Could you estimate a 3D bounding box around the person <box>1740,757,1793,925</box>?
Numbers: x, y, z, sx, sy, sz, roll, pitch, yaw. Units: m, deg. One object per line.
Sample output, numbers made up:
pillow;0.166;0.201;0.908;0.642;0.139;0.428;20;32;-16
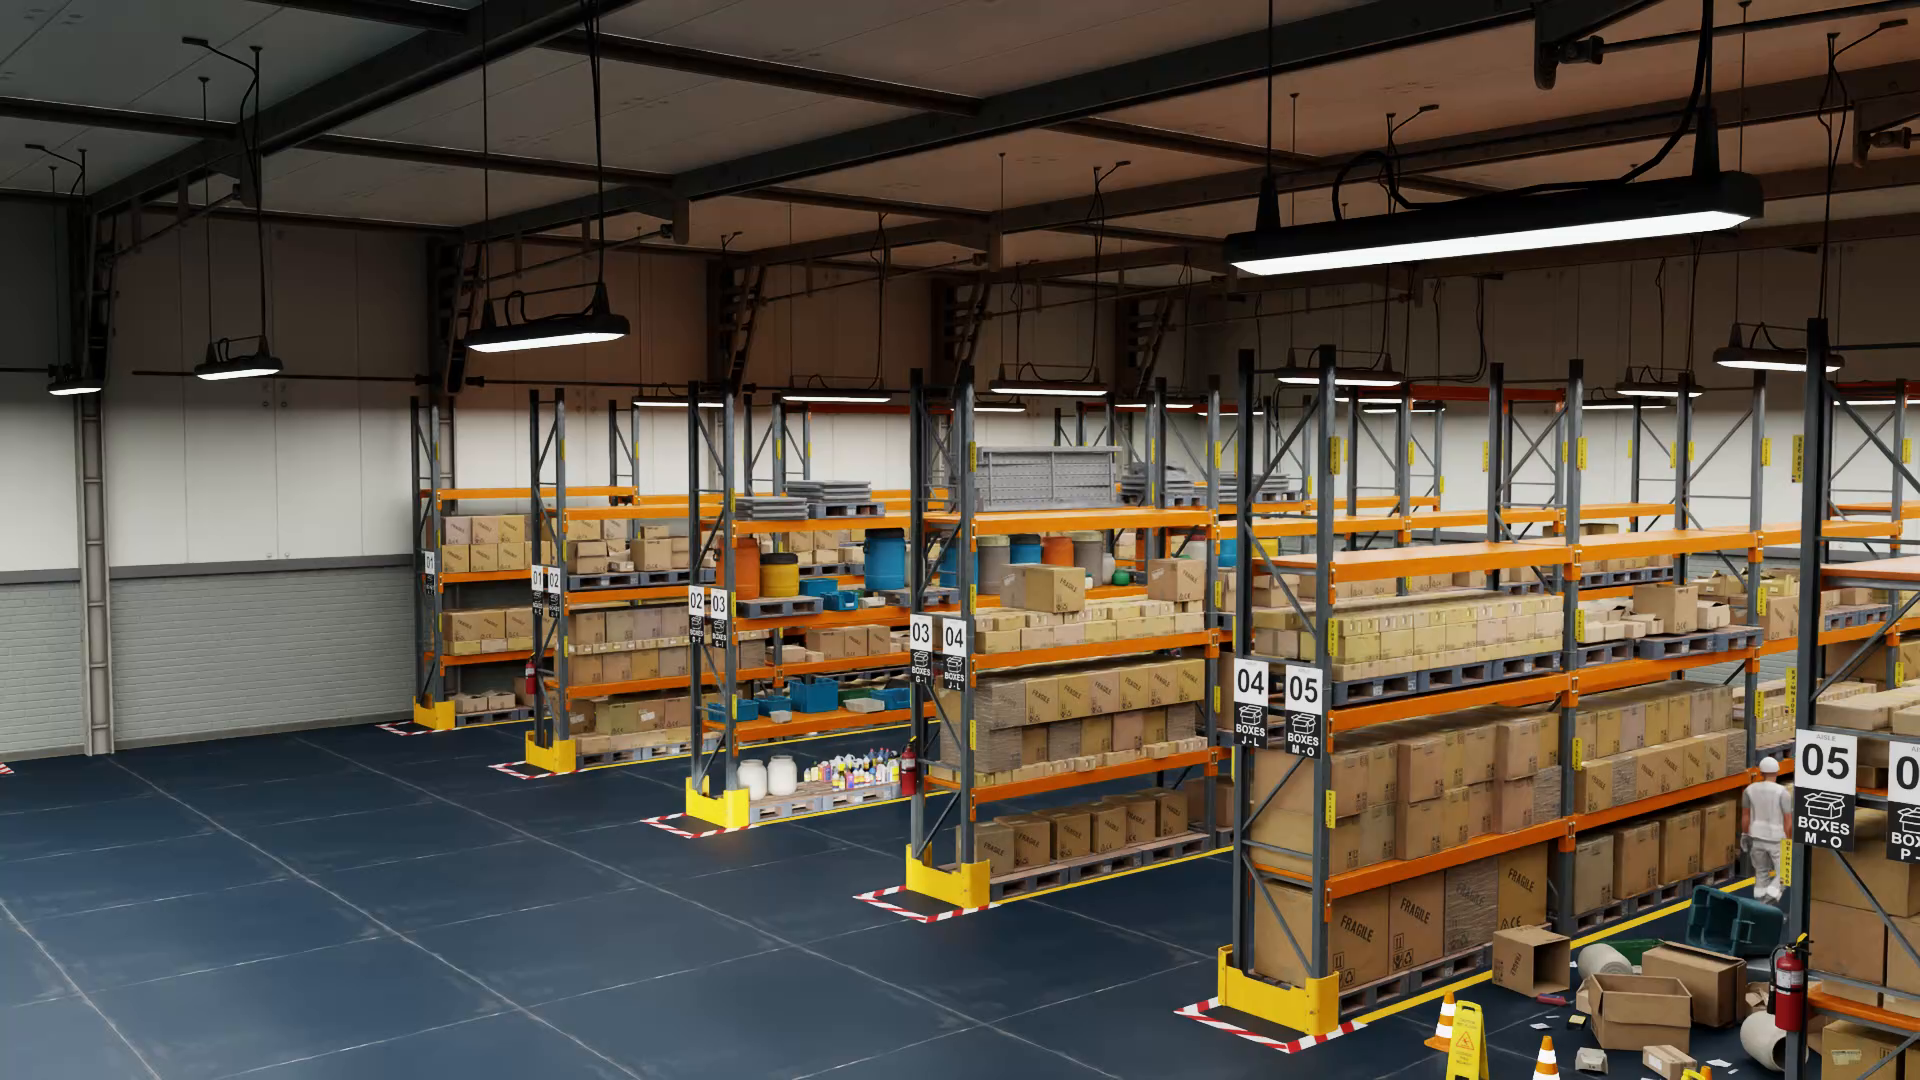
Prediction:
person;8.666;3.224;17.847;0.553;1.787;0.573;-3;4;-39
